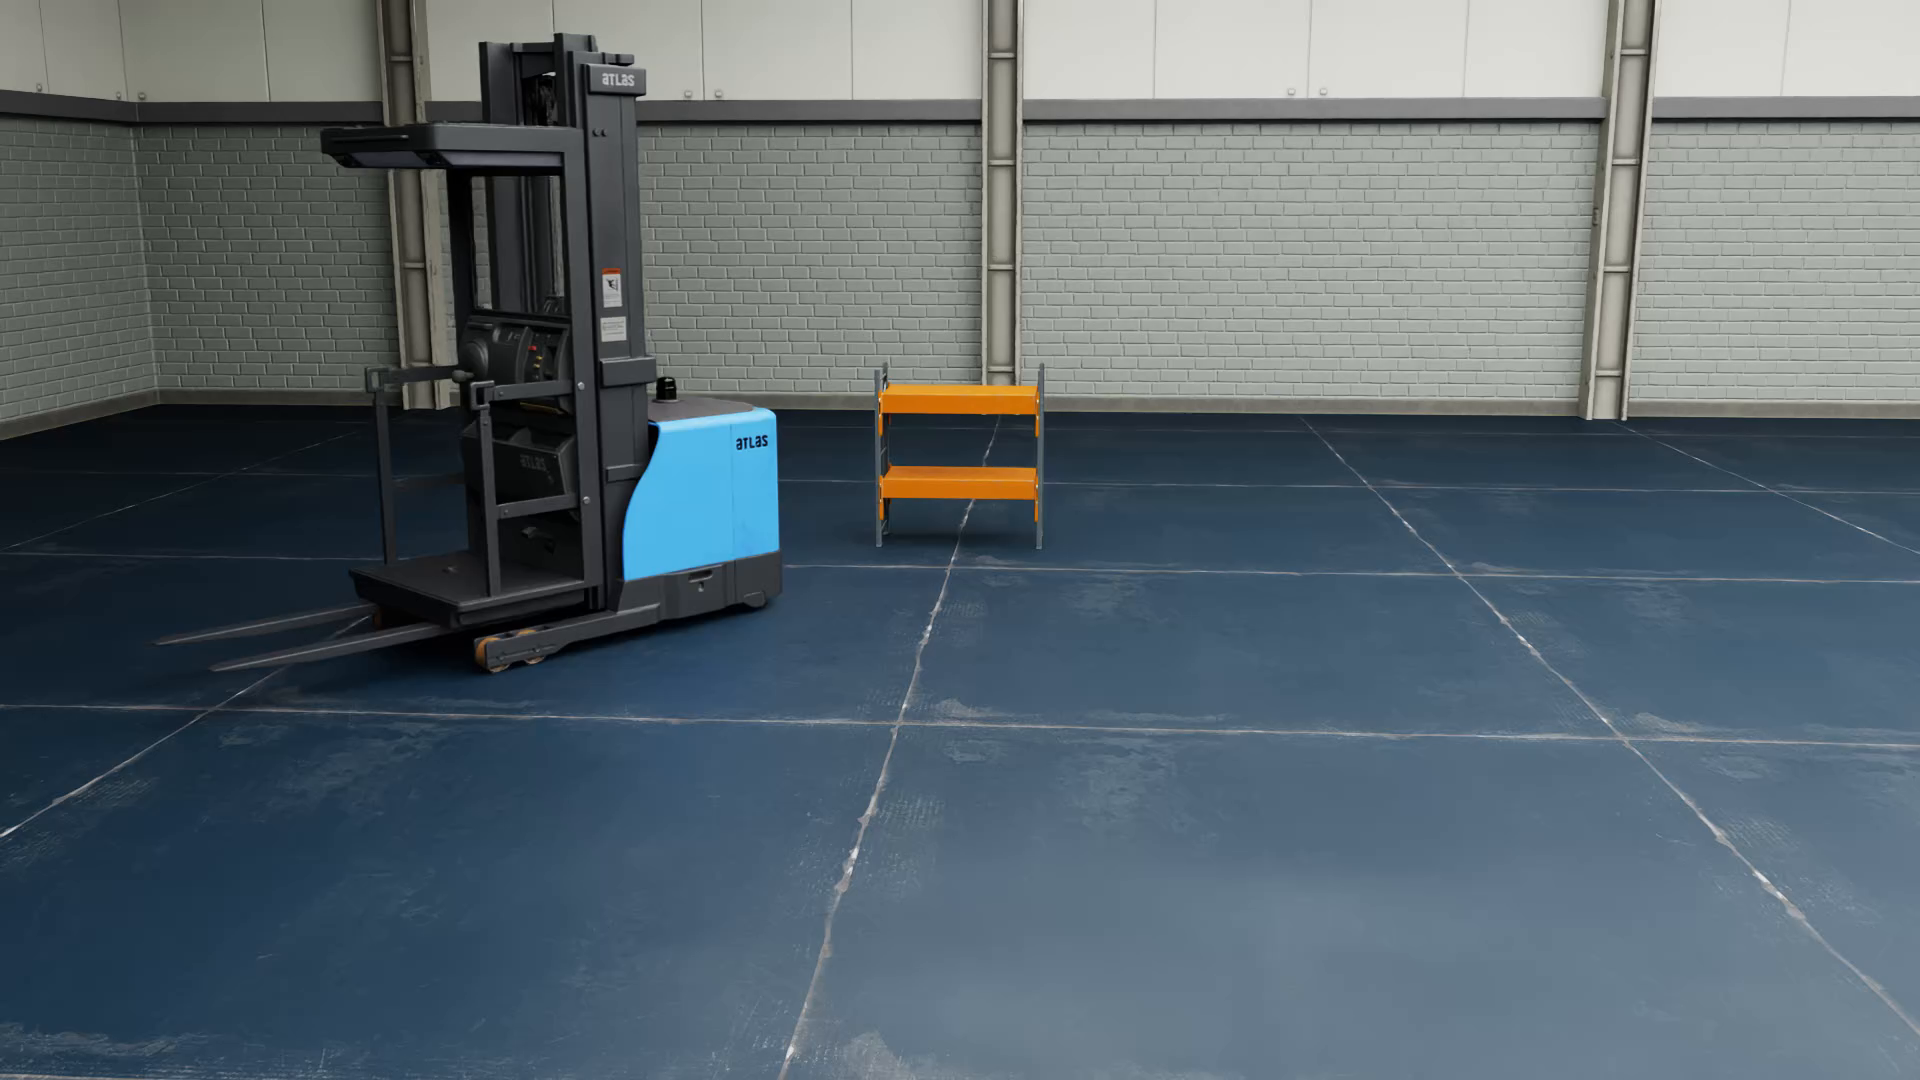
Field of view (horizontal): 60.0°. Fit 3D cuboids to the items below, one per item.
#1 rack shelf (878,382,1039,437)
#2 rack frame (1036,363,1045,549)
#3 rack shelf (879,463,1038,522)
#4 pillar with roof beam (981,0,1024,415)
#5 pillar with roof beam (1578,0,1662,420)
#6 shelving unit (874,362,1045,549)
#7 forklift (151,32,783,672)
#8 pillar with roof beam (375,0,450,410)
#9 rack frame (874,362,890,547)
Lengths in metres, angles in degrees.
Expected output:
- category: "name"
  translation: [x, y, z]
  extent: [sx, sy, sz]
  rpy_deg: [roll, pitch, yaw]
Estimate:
- category: "rack shelf"
  translation: [0.007, -0.837, 10.593]
  extent: [1.000, 0.278, 0.538]
  rpy_deg: [1, 12, 4]
- category: "rack frame"
  translation: [0.514, -0.544, 10.619]
  extent: [0.032, 1.125, 0.500]
  rpy_deg: [1, 12, 4]
- category: "rack shelf"
  translation: [0.007, -0.311, 10.703]
  extent: [1.000, 0.278, 0.538]
  rpy_deg: [1, 12, 4]
- category: "pillar with roof beam"
  translation: [0.132, -4.826, 11.863]
  extent: [0.400, 9.000, 9.100]
  rpy_deg: [1, 12, 4]
- category: "pillar with roof beam"
  translation: [6.119, -4.744, 11.471]
  extent: [0.400, 9.000, 9.100]
  rpy_deg: [1, 12, 4]
- category: "shelving unit"
  translation: [0.007, -0.550, 10.652]
  extent: [1.048, 1.125, 0.538]
  rpy_deg: [1, 12, 4]
- category: "forklift"
  translation: [-2.350, -0.932, 8.067]
  extent: [1.130, 2.935, 3.031]
  rpy_deg: [11, 16, 43]
- category: "pillar with roof beam"
  translation: [-5.855, -4.909, 12.255]
  extent: [0.400, 9.000, 9.100]
  rpy_deg: [1, 12, 4]
- category: "rack frame"
  translation: [-0.500, -0.557, 10.686]
  extent: [0.032, 1.125, 0.500]
  rpy_deg: [1, 12, 4]
